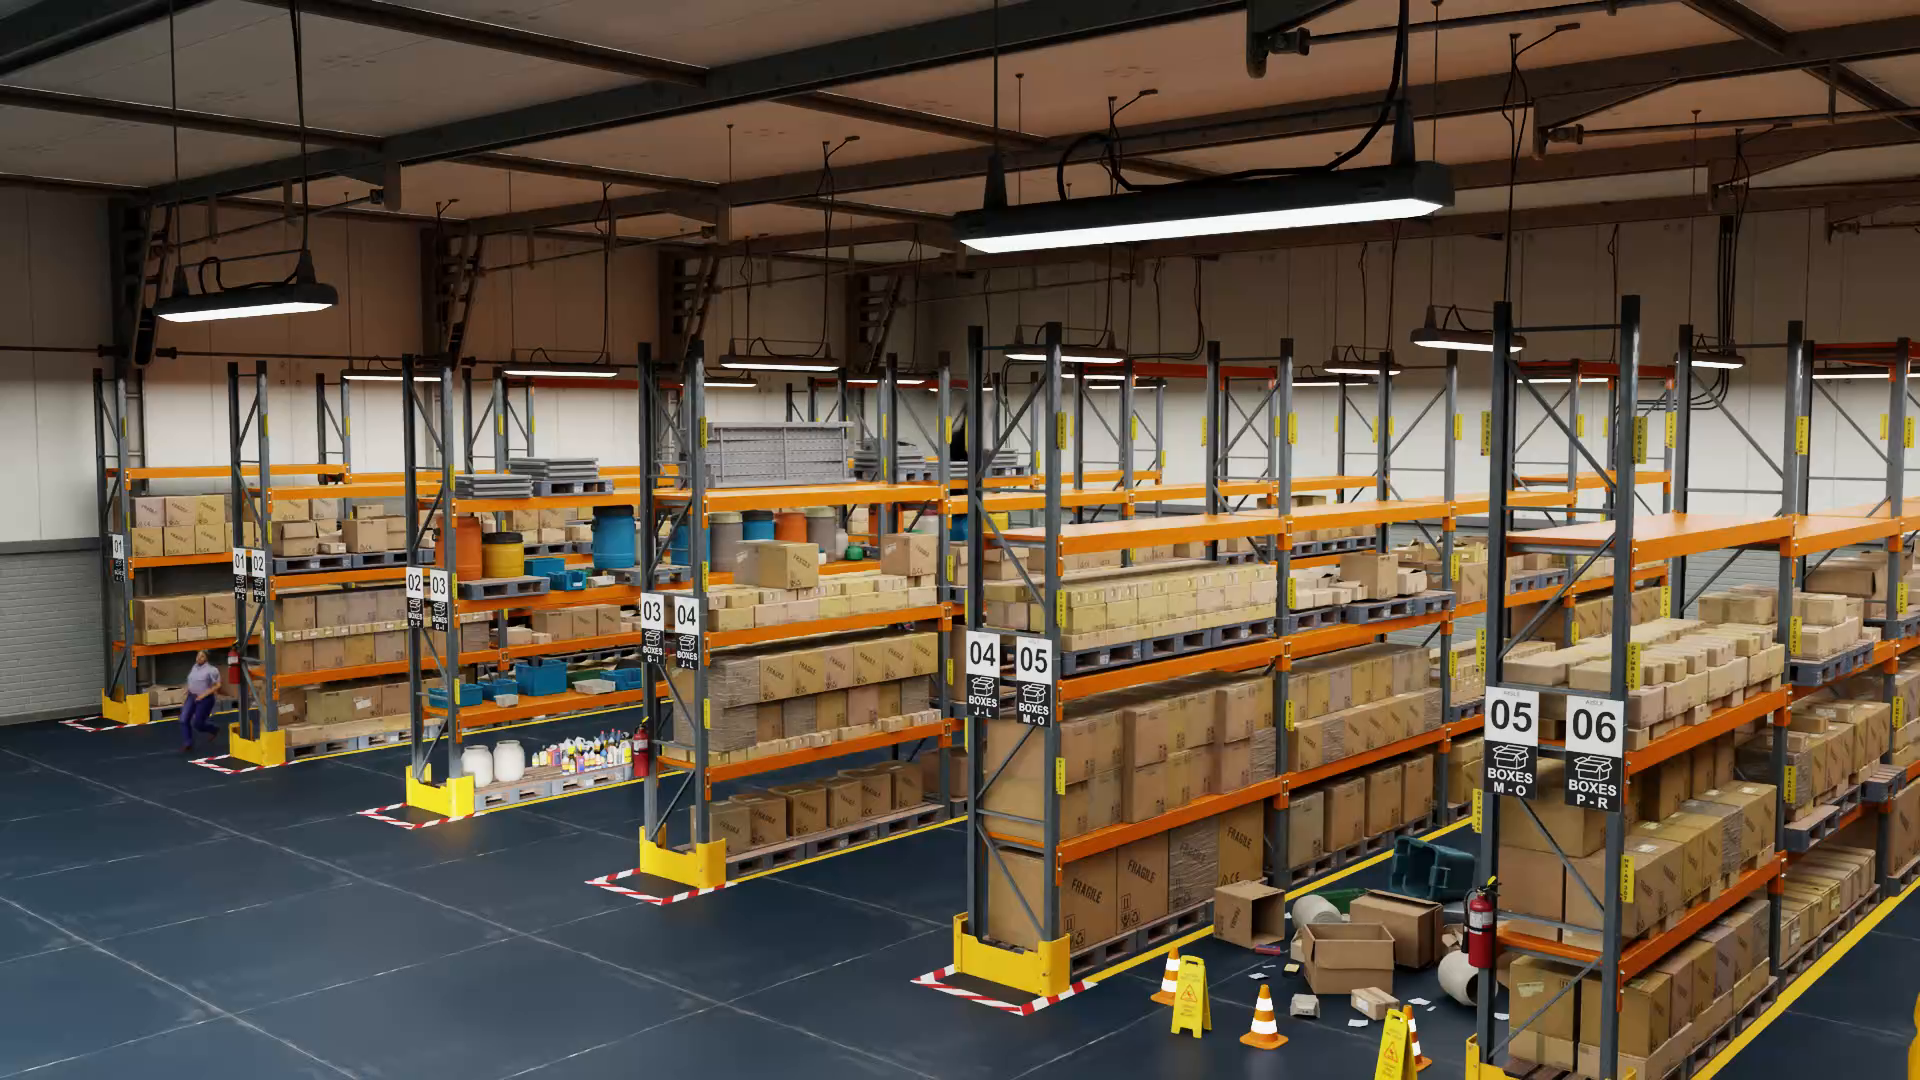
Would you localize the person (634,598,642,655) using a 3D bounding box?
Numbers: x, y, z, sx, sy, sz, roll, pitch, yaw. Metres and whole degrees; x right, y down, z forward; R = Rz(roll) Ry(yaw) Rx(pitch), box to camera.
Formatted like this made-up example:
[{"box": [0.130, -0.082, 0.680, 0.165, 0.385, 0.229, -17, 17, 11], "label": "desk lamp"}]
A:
[{"box": [-6.370, 1.802, 33.887, 0.711, 1.764, 0.918, 2, 5, 29], "label": "person"}]

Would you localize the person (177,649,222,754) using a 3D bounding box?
[{"box": [-11.739, 2.493, 25.776, 0.655, 1.620, 0.667, 1, 4, 18], "label": "person"}]
